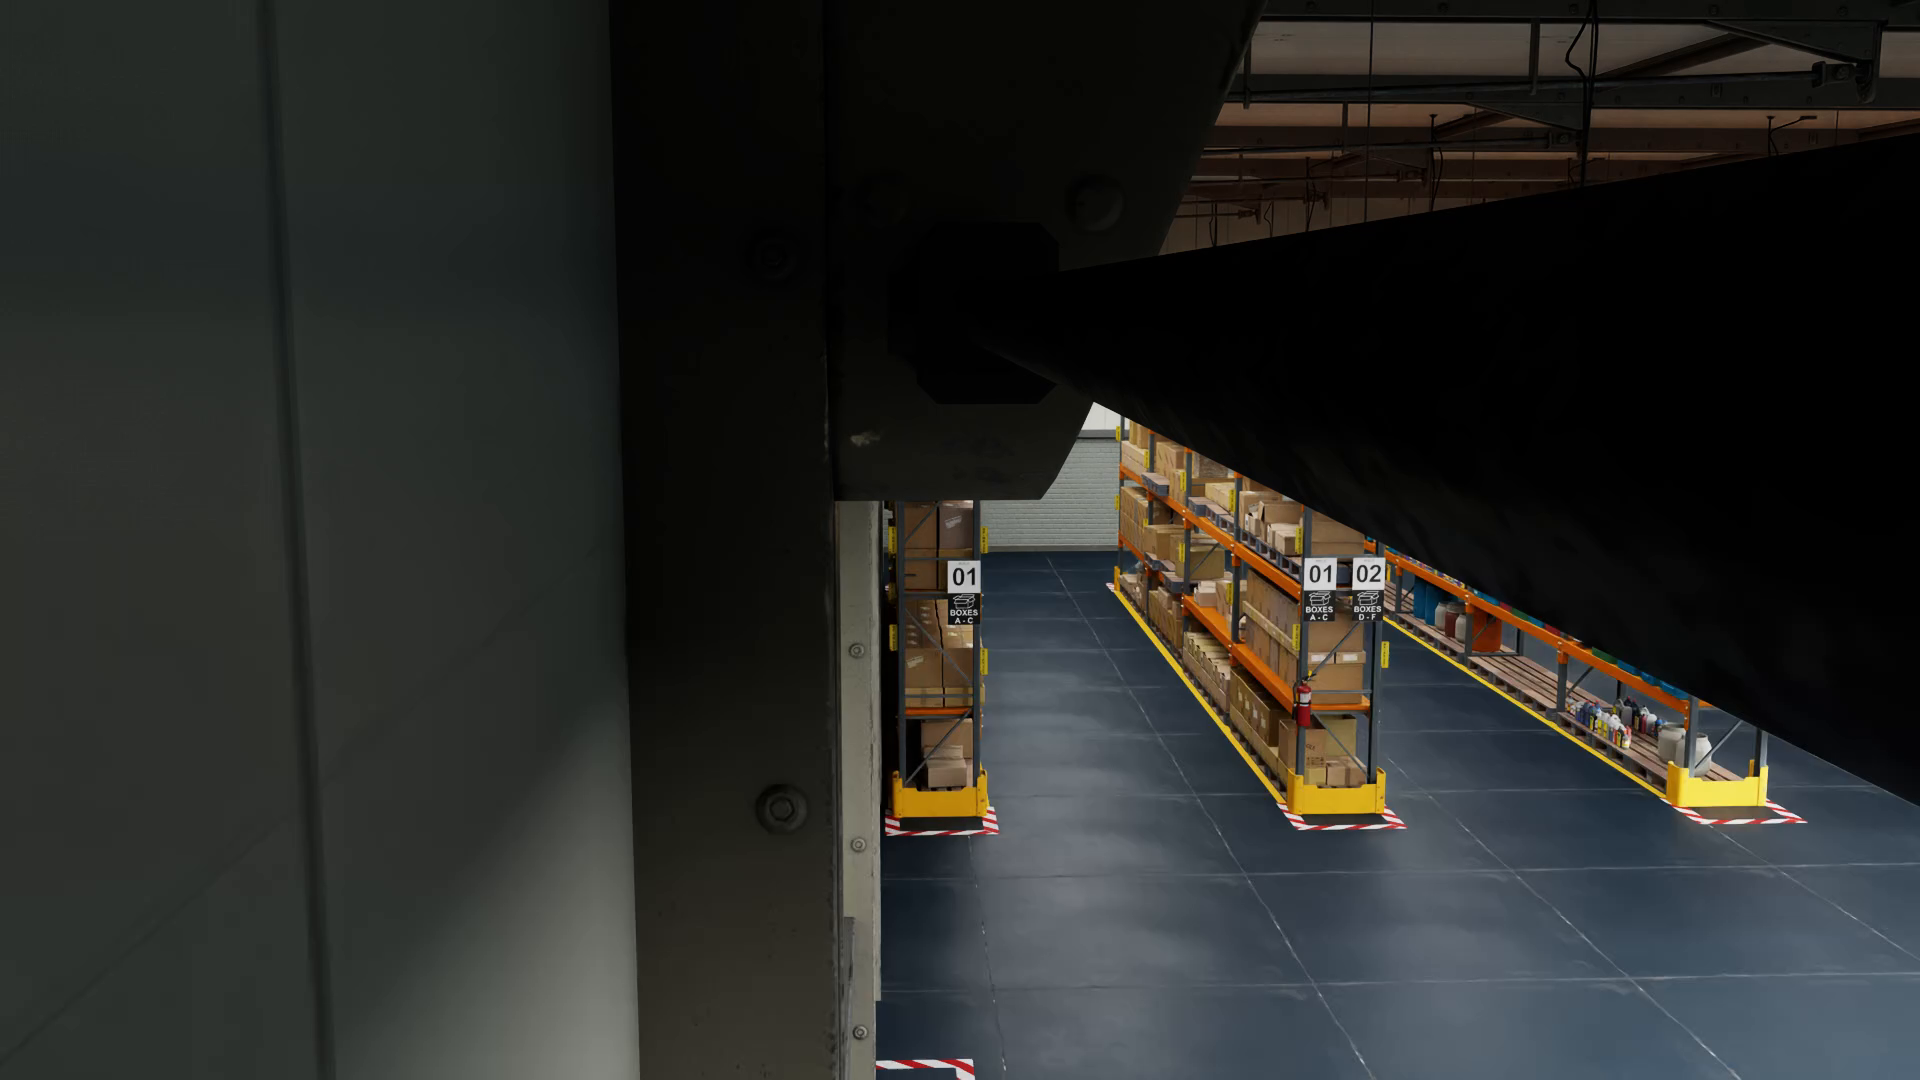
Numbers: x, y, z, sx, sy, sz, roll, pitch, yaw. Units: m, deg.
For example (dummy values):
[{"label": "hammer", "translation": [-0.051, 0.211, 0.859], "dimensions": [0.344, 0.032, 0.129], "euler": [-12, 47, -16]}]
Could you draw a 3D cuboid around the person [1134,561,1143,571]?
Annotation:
[{"label": "person", "translation": [4.436, 0.048, 37.672], "dimensions": [1.075, 1.732, 0.561], "euler": [5, 10, 31]}]

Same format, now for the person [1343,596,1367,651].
[{"label": "person", "translation": [6.280, 1.594, 26.931], "dimensions": [0.554, 1.699, 1.113], "euler": [-3, 9, -18]}]
